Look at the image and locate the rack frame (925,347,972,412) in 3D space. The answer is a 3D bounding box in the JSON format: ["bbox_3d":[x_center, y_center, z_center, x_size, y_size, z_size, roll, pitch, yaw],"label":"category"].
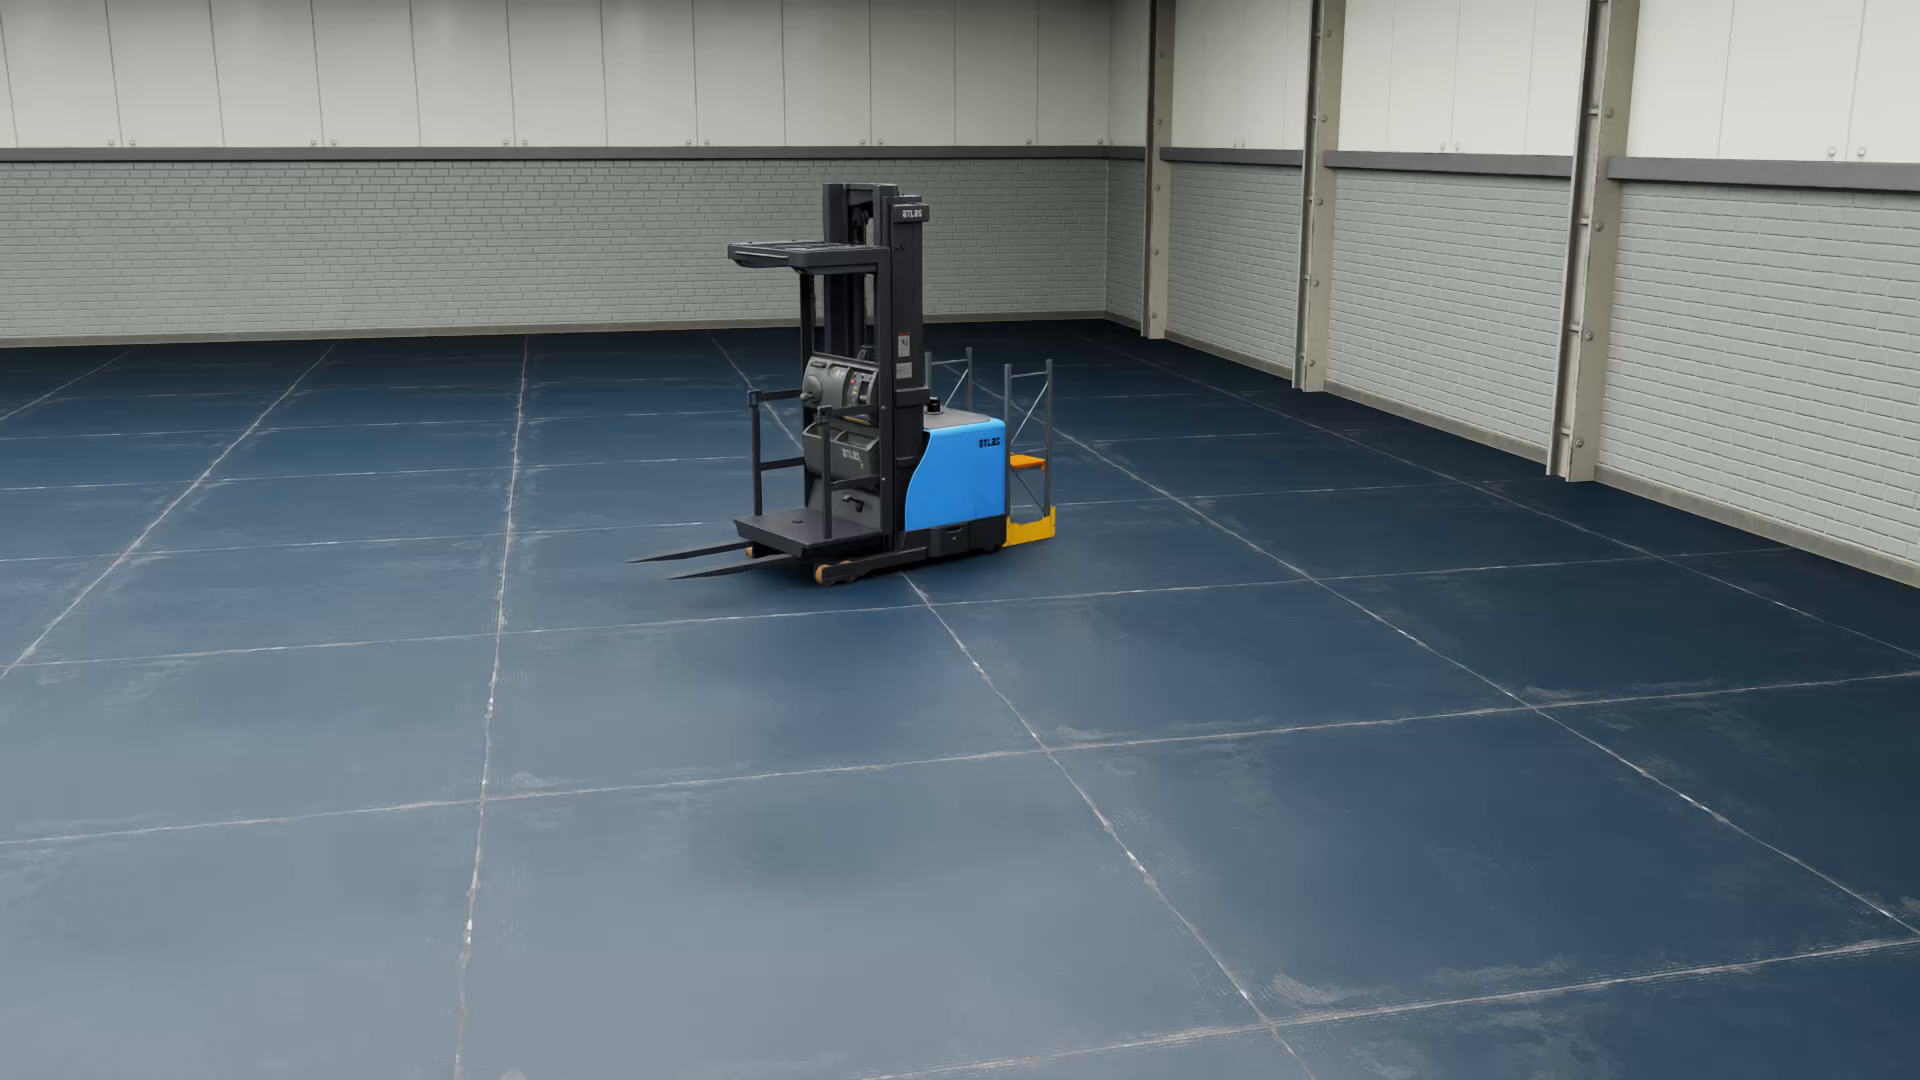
[{"bbox_3d":[-0.098,-0.906,14.477,0.500,1.500,0.032,-11,18,-39],"label":"rack frame"}]

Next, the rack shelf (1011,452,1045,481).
[{"bbox_3d":[0.232,-0.640,14.144,0.538,0.185,1.000,-11,18,-39],"label":"rack shelf"}]

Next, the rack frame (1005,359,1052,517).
[{"bbox_3d":[0.561,-0.723,13.725,0.500,1.500,0.032,-11,18,-39],"label":"rack frame"}]

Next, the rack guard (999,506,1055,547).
[{"bbox_3d":[0.560,-0.116,13.875,0.587,0.250,0.087,-11,18,-39],"label":"rack guard"}]

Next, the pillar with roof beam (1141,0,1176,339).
[{"bbox_3d":[-0.951,-7.522,25.756,9.100,9.000,0.400,-3,14,-13],"label":"pillar with roof beam"}]

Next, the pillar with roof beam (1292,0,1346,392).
[{"bbox_3d":[0.459,-6.138,20.090,9.100,9.000,0.400,-3,14,-13],"label":"pillar with roof beam"}]

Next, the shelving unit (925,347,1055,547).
[{"bbox_3d":[0.238,-0.813,14.094,0.587,1.500,1.083,-11,18,-39],"label":"shelving unit"}]

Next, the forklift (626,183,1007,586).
[{"bbox_3d":[-1.091,-1.217,12.731,3.031,2.935,1.130,-11,17,-37],"label":"forklift"}]

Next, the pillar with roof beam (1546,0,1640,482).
[{"bbox_3d":[1.868,-4.754,14.425,9.100,9.000,0.400,-3,14,-13],"label":"pillar with roof beam"}]
